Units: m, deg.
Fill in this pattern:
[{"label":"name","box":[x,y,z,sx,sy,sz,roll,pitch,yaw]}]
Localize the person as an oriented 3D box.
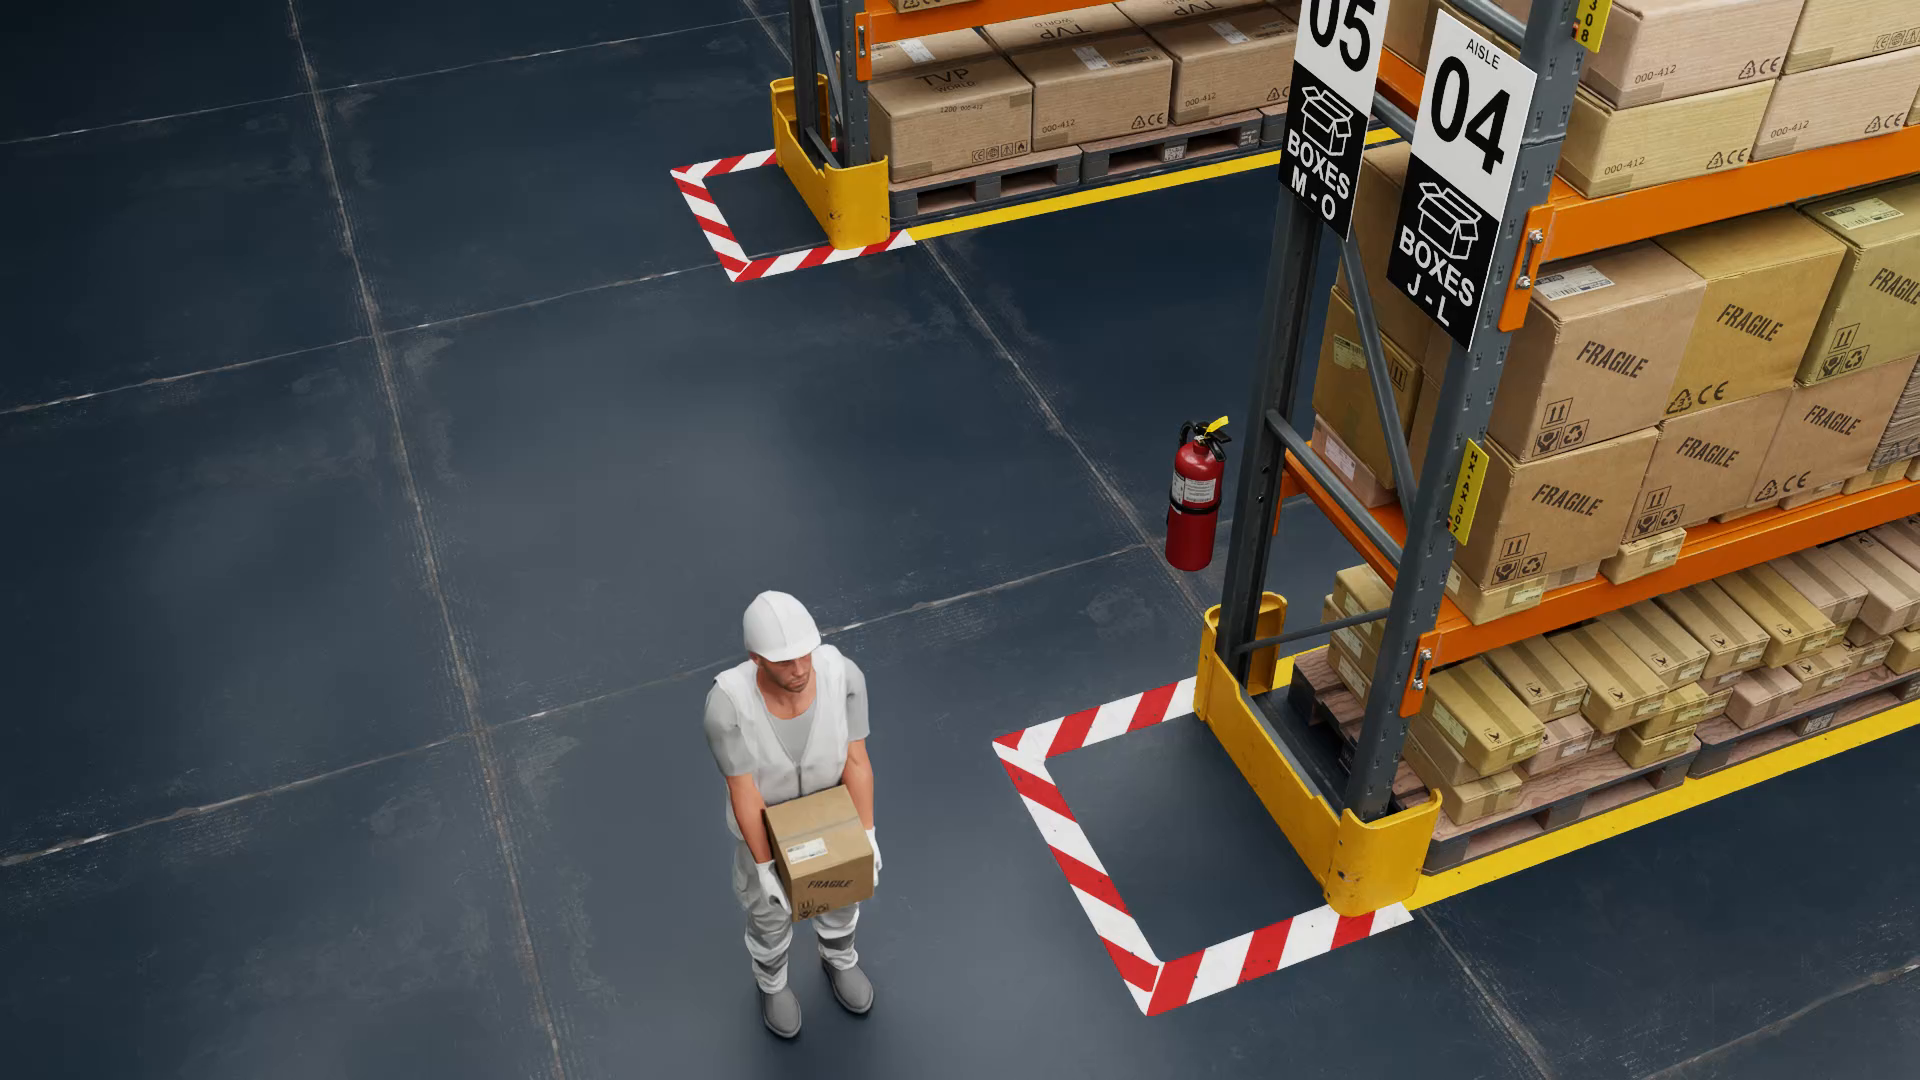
[{"label":"person","box":[-0.461,0.926,5.090,0.495,1.786,0.558,-15,44,-16]}]
